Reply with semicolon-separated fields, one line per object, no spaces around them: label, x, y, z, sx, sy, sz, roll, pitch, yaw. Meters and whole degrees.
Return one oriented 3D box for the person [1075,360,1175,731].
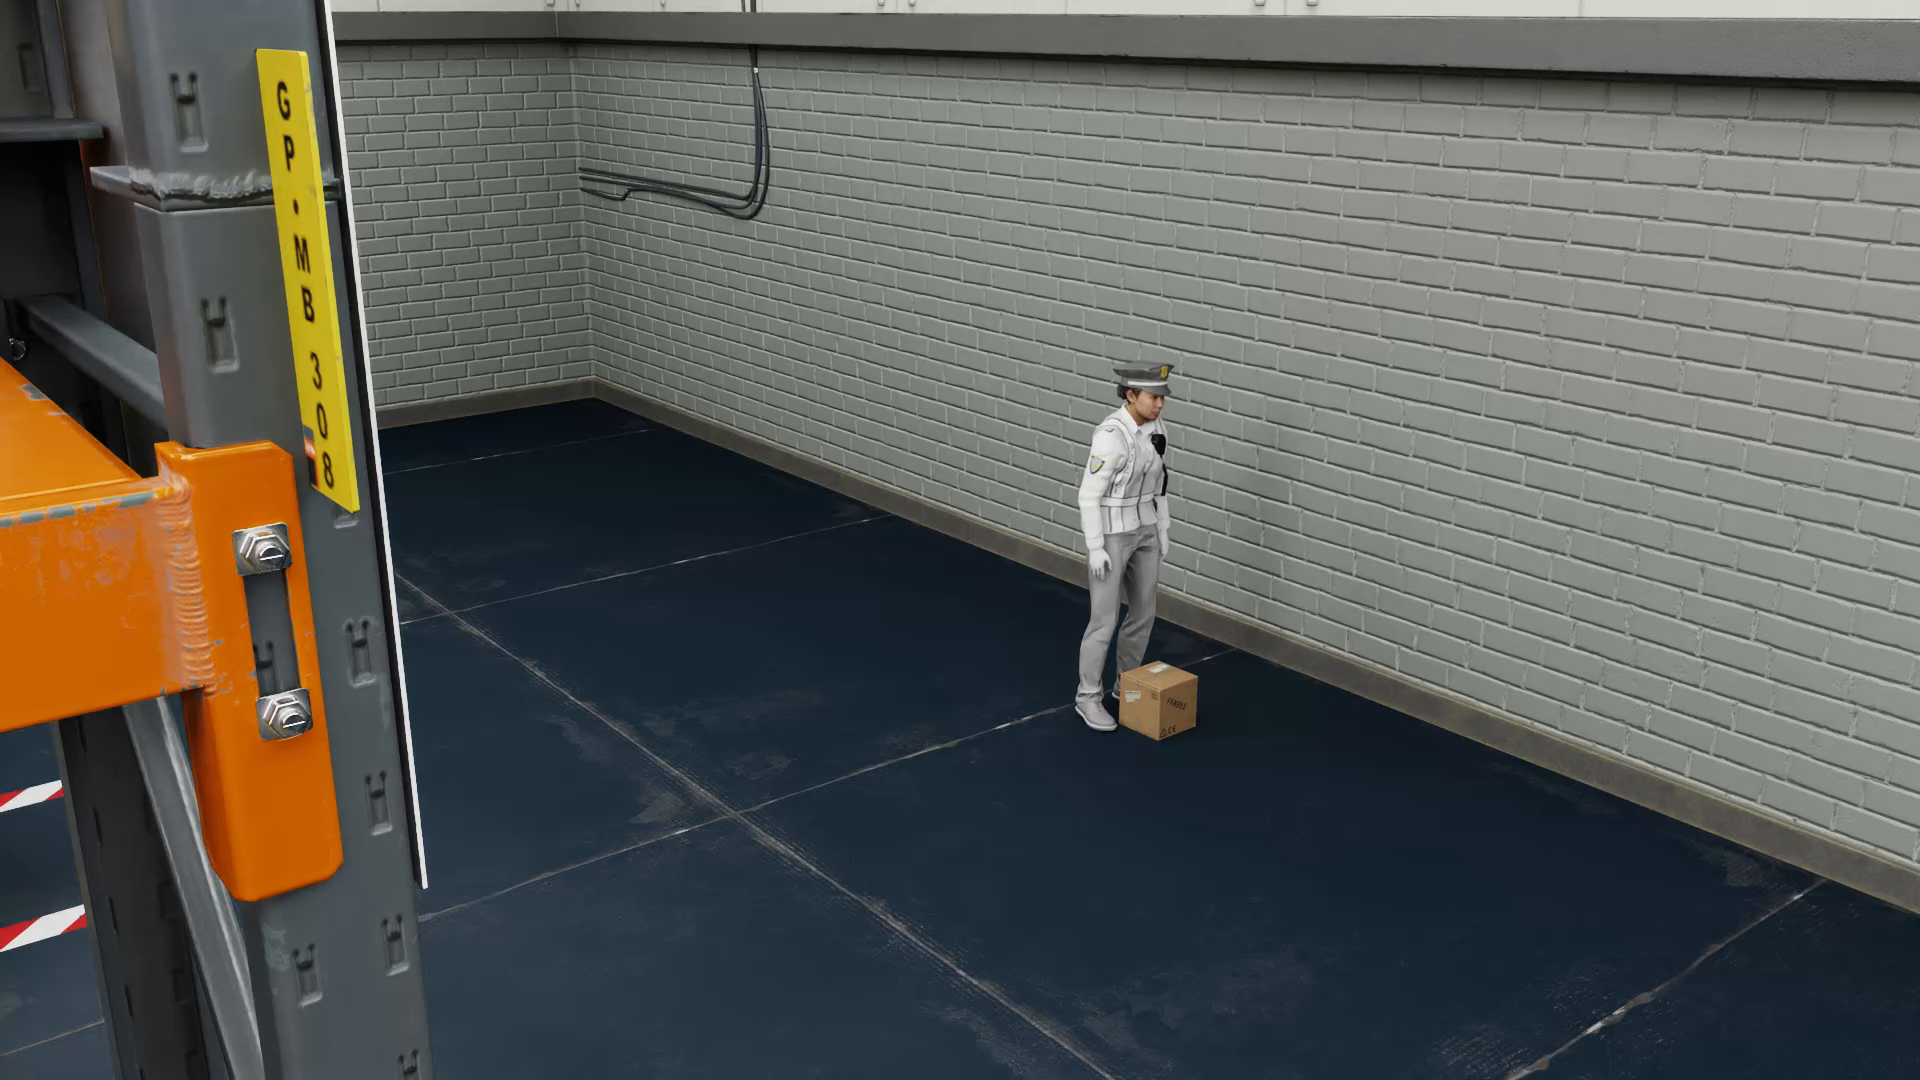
person;0.754;-0.001;7.546;0.546;1.665;0.373;-15;23;-39
